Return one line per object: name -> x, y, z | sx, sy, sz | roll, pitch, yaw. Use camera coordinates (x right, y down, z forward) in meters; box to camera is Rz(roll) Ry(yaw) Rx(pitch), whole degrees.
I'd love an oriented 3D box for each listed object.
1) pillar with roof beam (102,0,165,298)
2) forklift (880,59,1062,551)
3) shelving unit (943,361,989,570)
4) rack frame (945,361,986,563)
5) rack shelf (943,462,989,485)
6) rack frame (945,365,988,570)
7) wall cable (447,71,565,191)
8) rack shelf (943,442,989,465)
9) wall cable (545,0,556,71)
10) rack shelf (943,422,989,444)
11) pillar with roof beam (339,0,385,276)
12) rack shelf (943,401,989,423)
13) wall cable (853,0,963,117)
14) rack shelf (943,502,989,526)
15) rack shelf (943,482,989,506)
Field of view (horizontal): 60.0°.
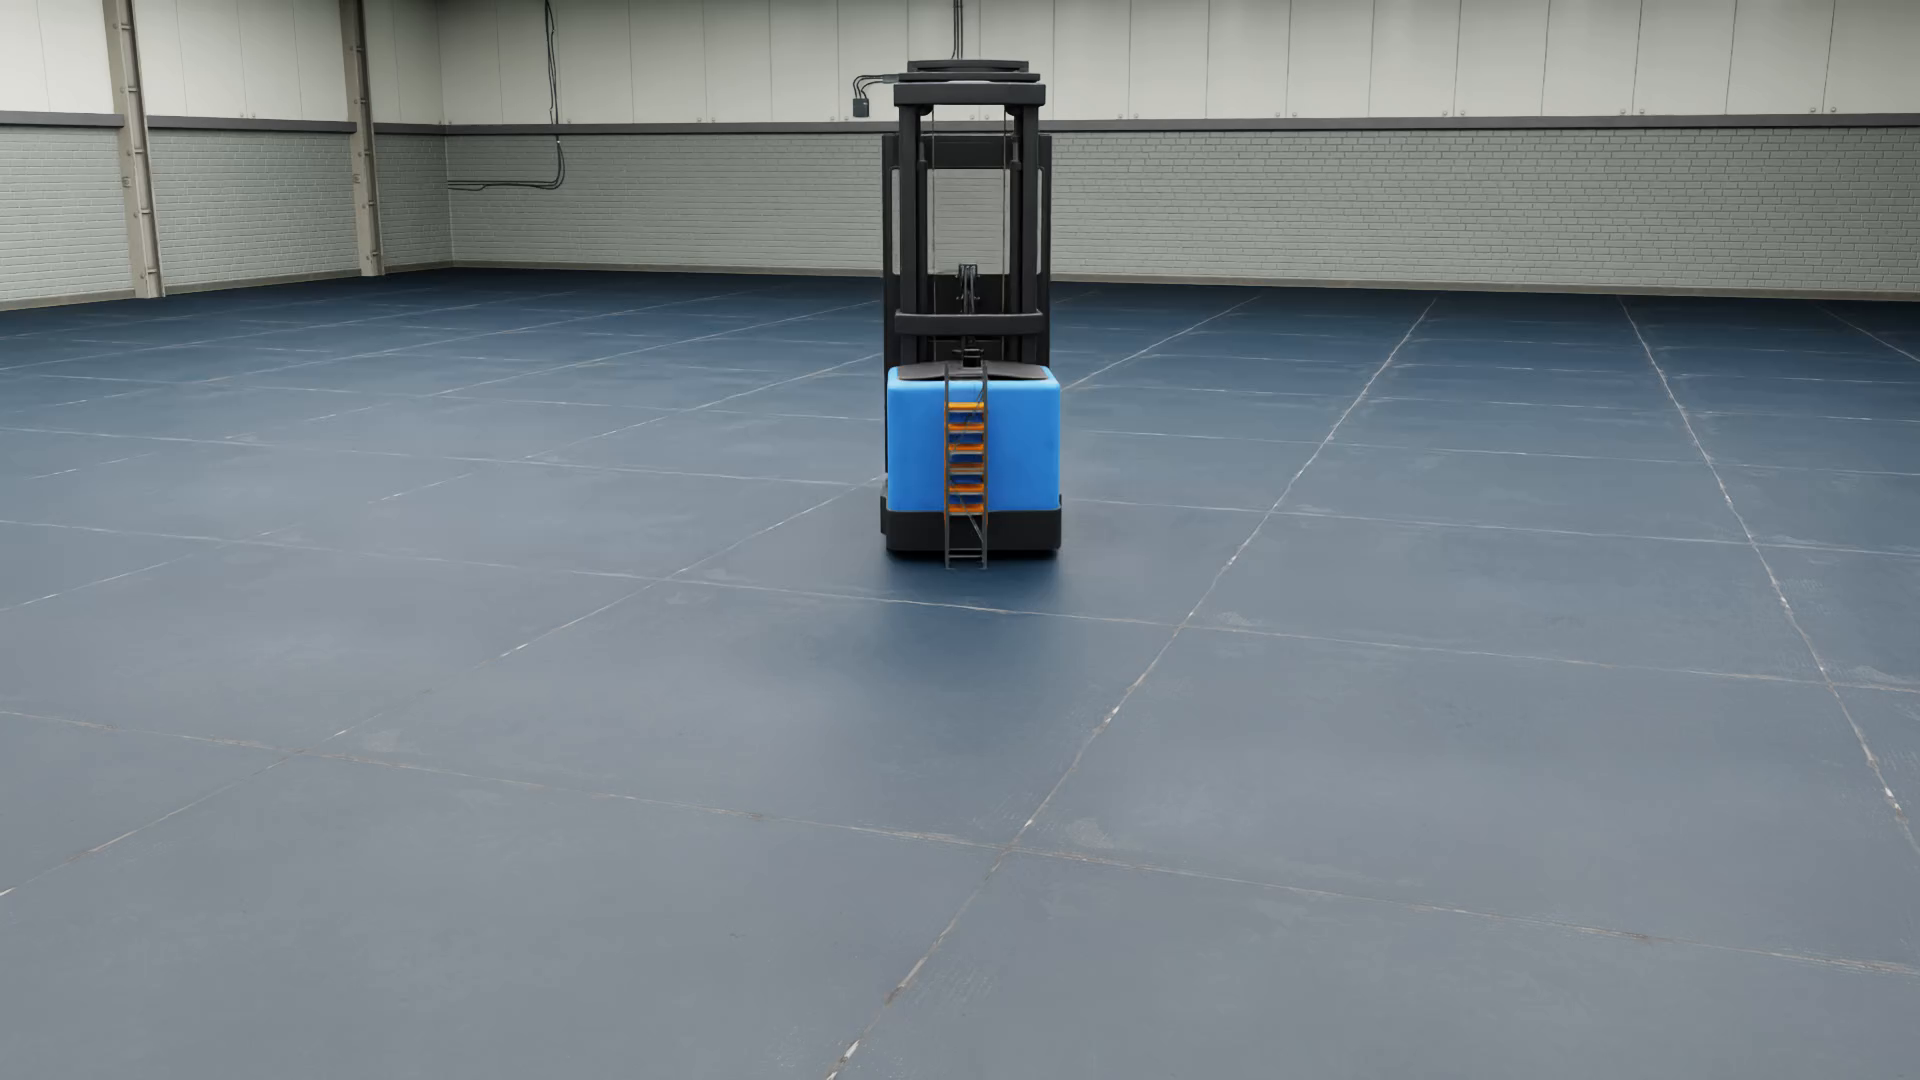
pillar with roof beam -> -10.103, -8.327, 26.747 | 9.100, 9.000, 0.400 | 4, 14, 18
forklift -> 0.033, -1.633, 11.054 | 1.130, 2.935, 3.031 | 0, 13, -2
shelving unit -> 0.034, -0.430, 9.673 | 0.258, 1.200, 0.189 | 0, 13, -2
rack frame -> 0.030, -0.450, 9.763 | 0.240, 1.200, 0.006 | 0, 13, -2
rack shelf -> 0.034, -0.386, 9.683 | 0.258, 0.103, 0.180 | 0, 13, -2
rack frame -> 0.037, -0.409, 9.584 | 0.240, 1.200, 0.006 | 0, 13, -2
wall cable -> -10.031, -8.911, 36.286 | 3.097, 2.526, 0.112 | 4, 14, 18
rack shelf -> 0.034, -0.503, 9.657 | 0.258, 0.103, 0.180 | 0, 13, -2
wall cable -> -7.471, -11.179, 34.871 | 3.097, 2.526, 0.112 | 4, 14, 18
rack shelf -> 0.034, -0.620, 9.630 | 0.258, 0.103, 0.180 | 0, 13, -2
pillar with roof beam -> -8.162, -9.590, 32.282 | 9.100, 9.000, 0.400 | 4, 14, 18
rack shelf -> 0.034, -0.737, 9.603 | 0.258, 0.103, 0.180 | 0, 13, -2
wall cable -> -1.053, -11.396, 32.553 | 2.305, 6.003, 0.169 | 4, 14, 18
rack shelf -> 0.034, -0.152, 9.737 | 0.258, 0.103, 0.180 | 0, 13, -2
rack shelf -> 0.034, -0.269, 9.710 | 0.258, 0.103, 0.180 | 0, 13, -2
